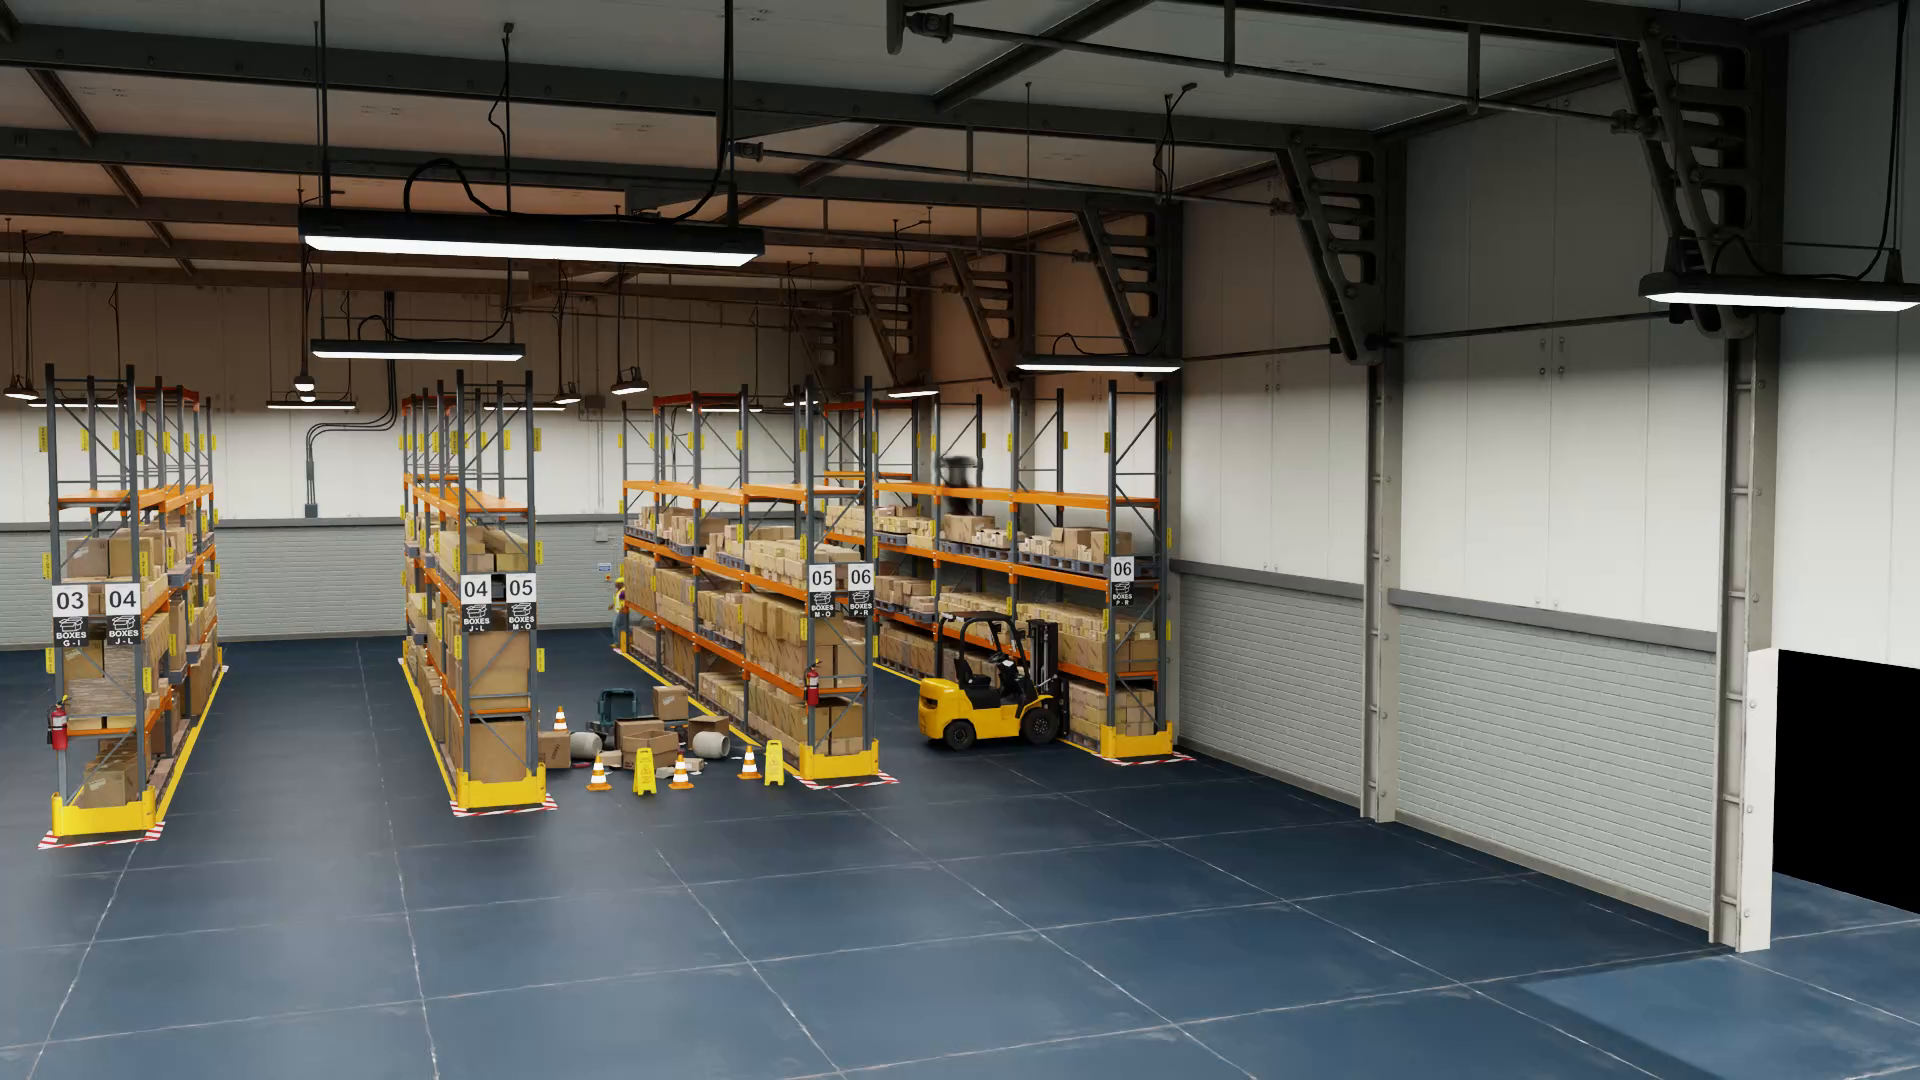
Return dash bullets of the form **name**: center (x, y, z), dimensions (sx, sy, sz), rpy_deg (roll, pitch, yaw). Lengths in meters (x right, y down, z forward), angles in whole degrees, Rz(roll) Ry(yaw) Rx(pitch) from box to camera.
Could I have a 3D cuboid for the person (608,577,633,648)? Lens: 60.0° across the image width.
- **person**: center (-8.229, 1.769, 40.746), dimensions (0.789, 1.730, 0.710), rpy_deg (-1, 4, -23)
